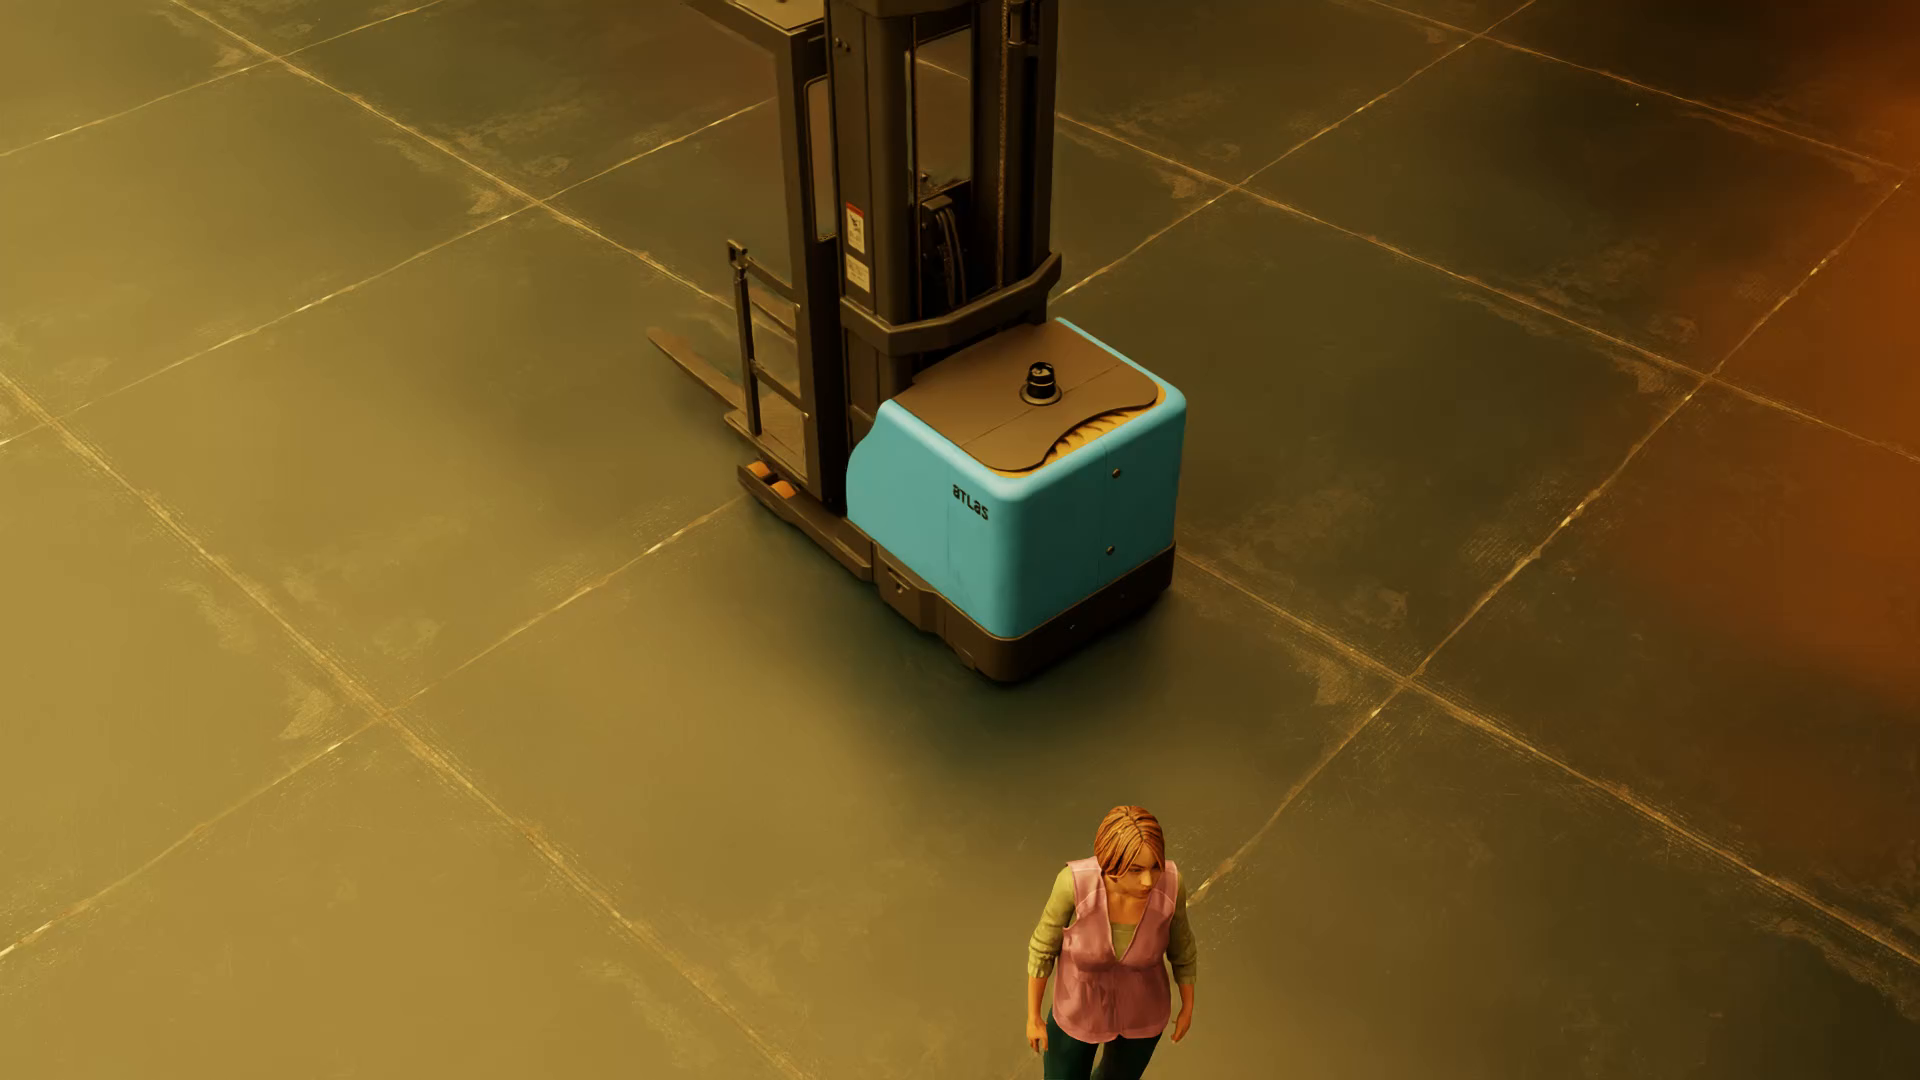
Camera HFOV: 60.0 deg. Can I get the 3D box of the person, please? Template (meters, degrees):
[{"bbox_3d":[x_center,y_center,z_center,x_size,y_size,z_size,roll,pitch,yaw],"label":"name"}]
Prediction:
[{"bbox_3d":[0.434,1.417,4.791,0.520,1.597,0.474,-4,41,-5],"label":"person"}]

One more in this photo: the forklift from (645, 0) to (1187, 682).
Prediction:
[{"bbox_3d":[-0.399,-1.414,7.076,1.130,2.935,3.031,-29,48,-29],"label":"forklift"}]
